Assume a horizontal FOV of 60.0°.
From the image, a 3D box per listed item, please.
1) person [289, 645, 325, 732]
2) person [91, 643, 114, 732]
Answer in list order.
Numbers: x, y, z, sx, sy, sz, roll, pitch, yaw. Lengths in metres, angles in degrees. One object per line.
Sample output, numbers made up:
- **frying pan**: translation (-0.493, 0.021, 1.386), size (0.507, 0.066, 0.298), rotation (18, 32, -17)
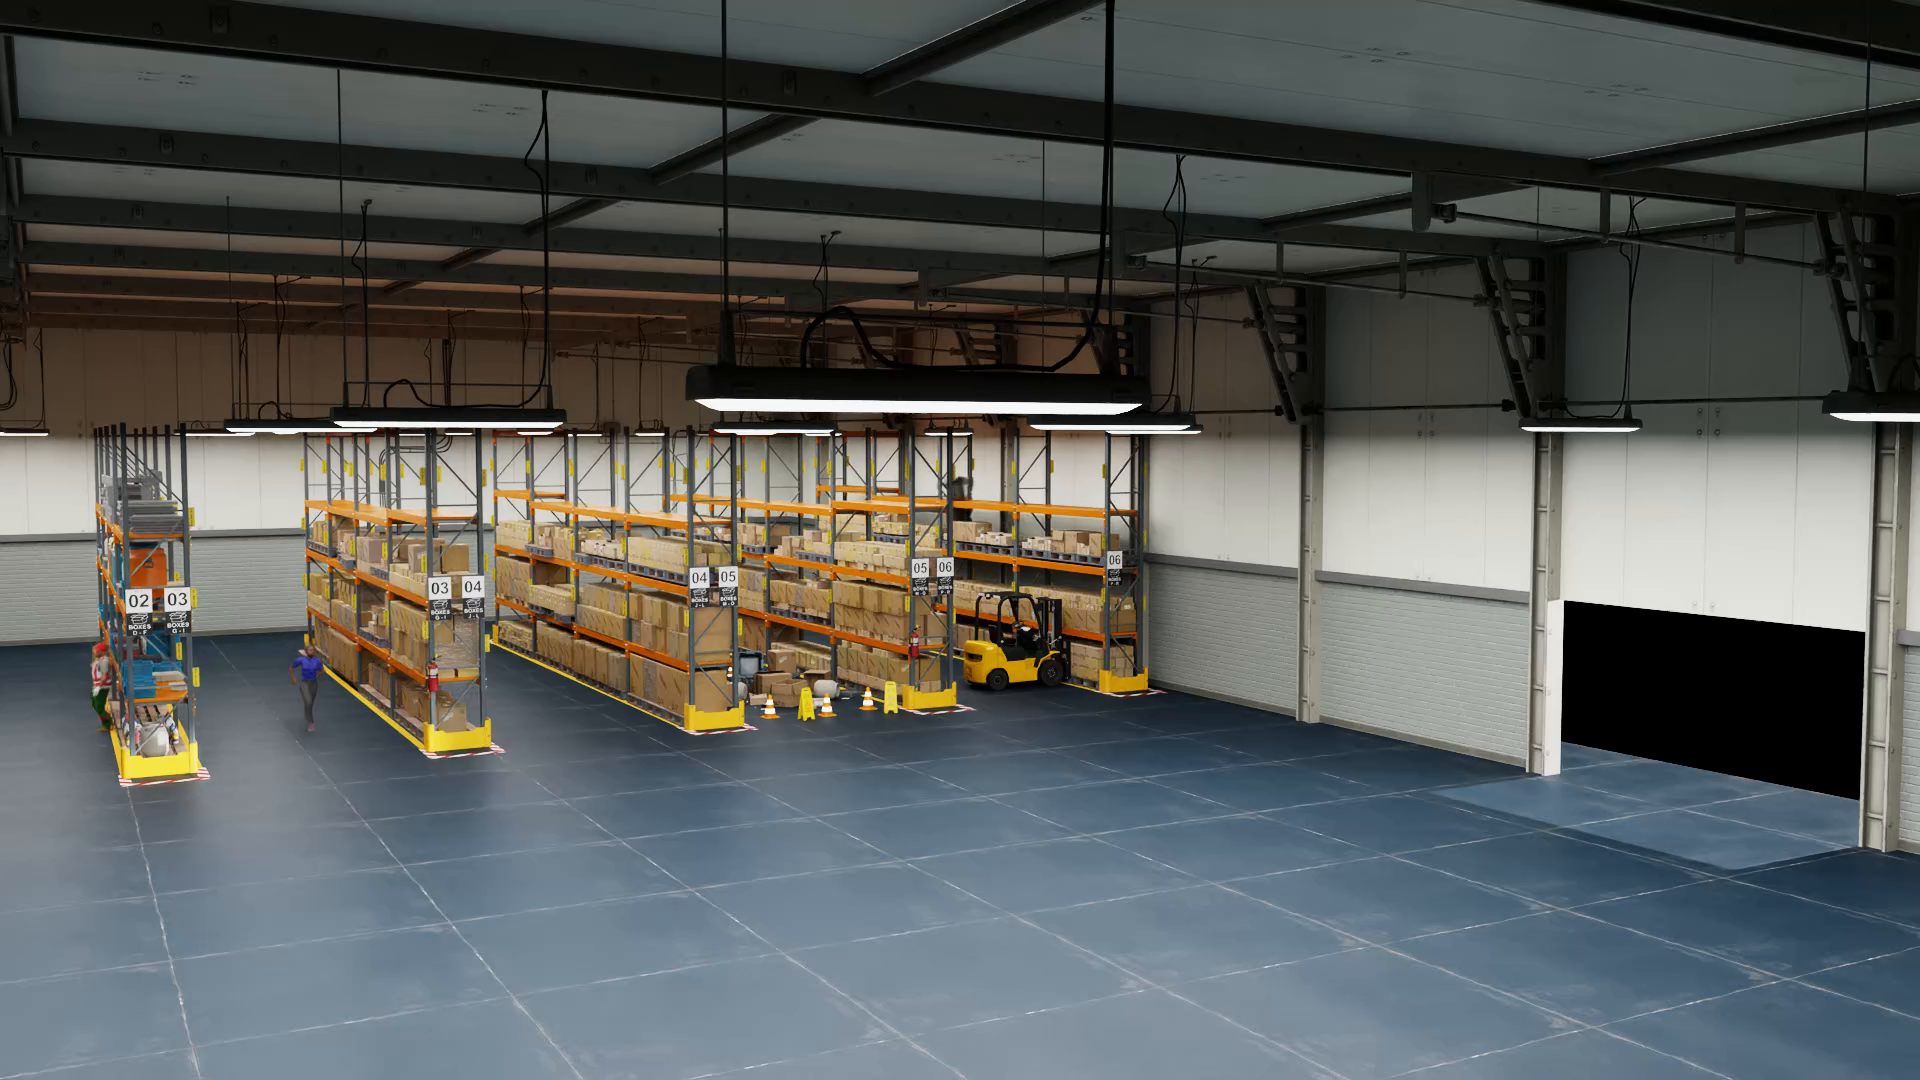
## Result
- **person**: translation (-12.894, 2.909, 32.860), size (0.616, 1.697, 0.890), rotation (-3, 5, -40)
- **person**: translation (-16.800, 2.878, 32.547), size (0.443, 1.758, 0.767), rotation (-3, 4, -36)
